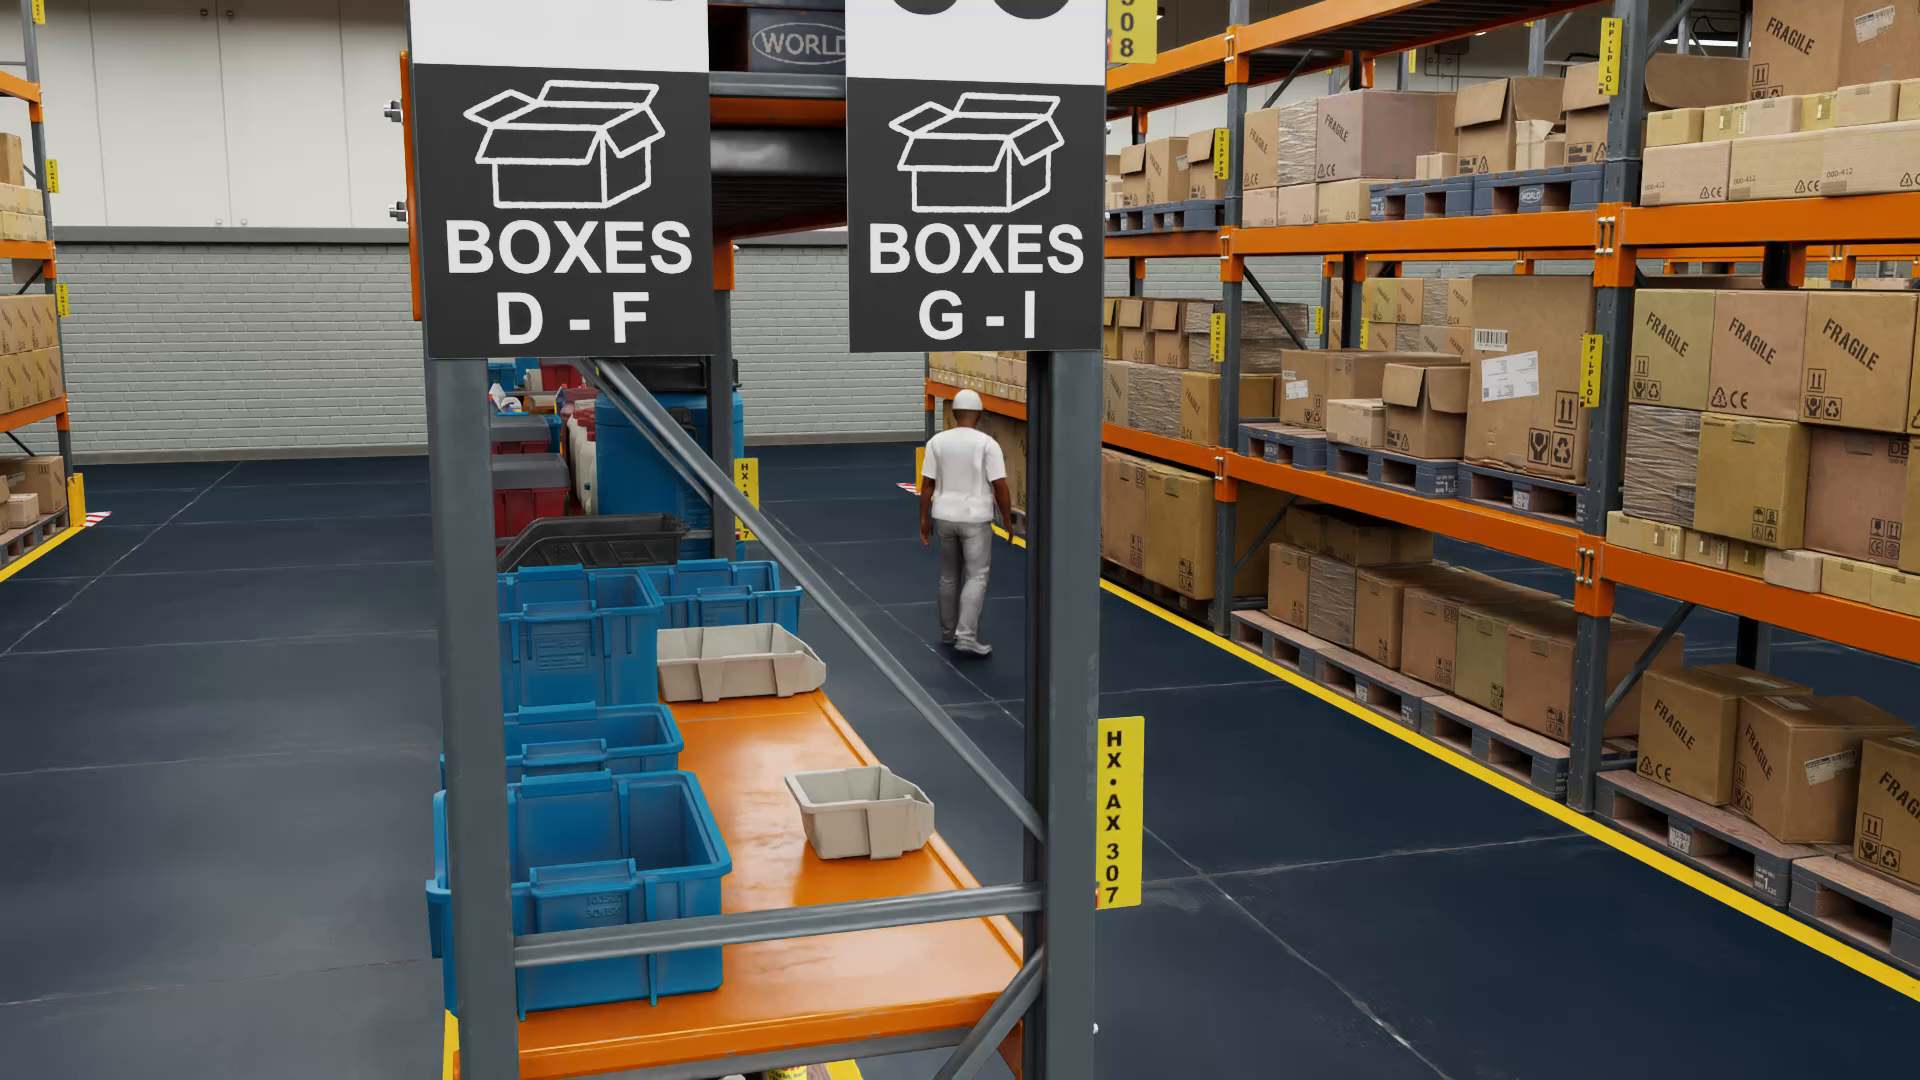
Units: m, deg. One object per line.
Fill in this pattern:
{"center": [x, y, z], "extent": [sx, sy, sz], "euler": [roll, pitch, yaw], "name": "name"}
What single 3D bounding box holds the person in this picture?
{"center": [0.033, -0.129, 11.137], "extent": [0.635, 1.755, 0.723], "euler": [4, 10, 22], "name": "person"}
